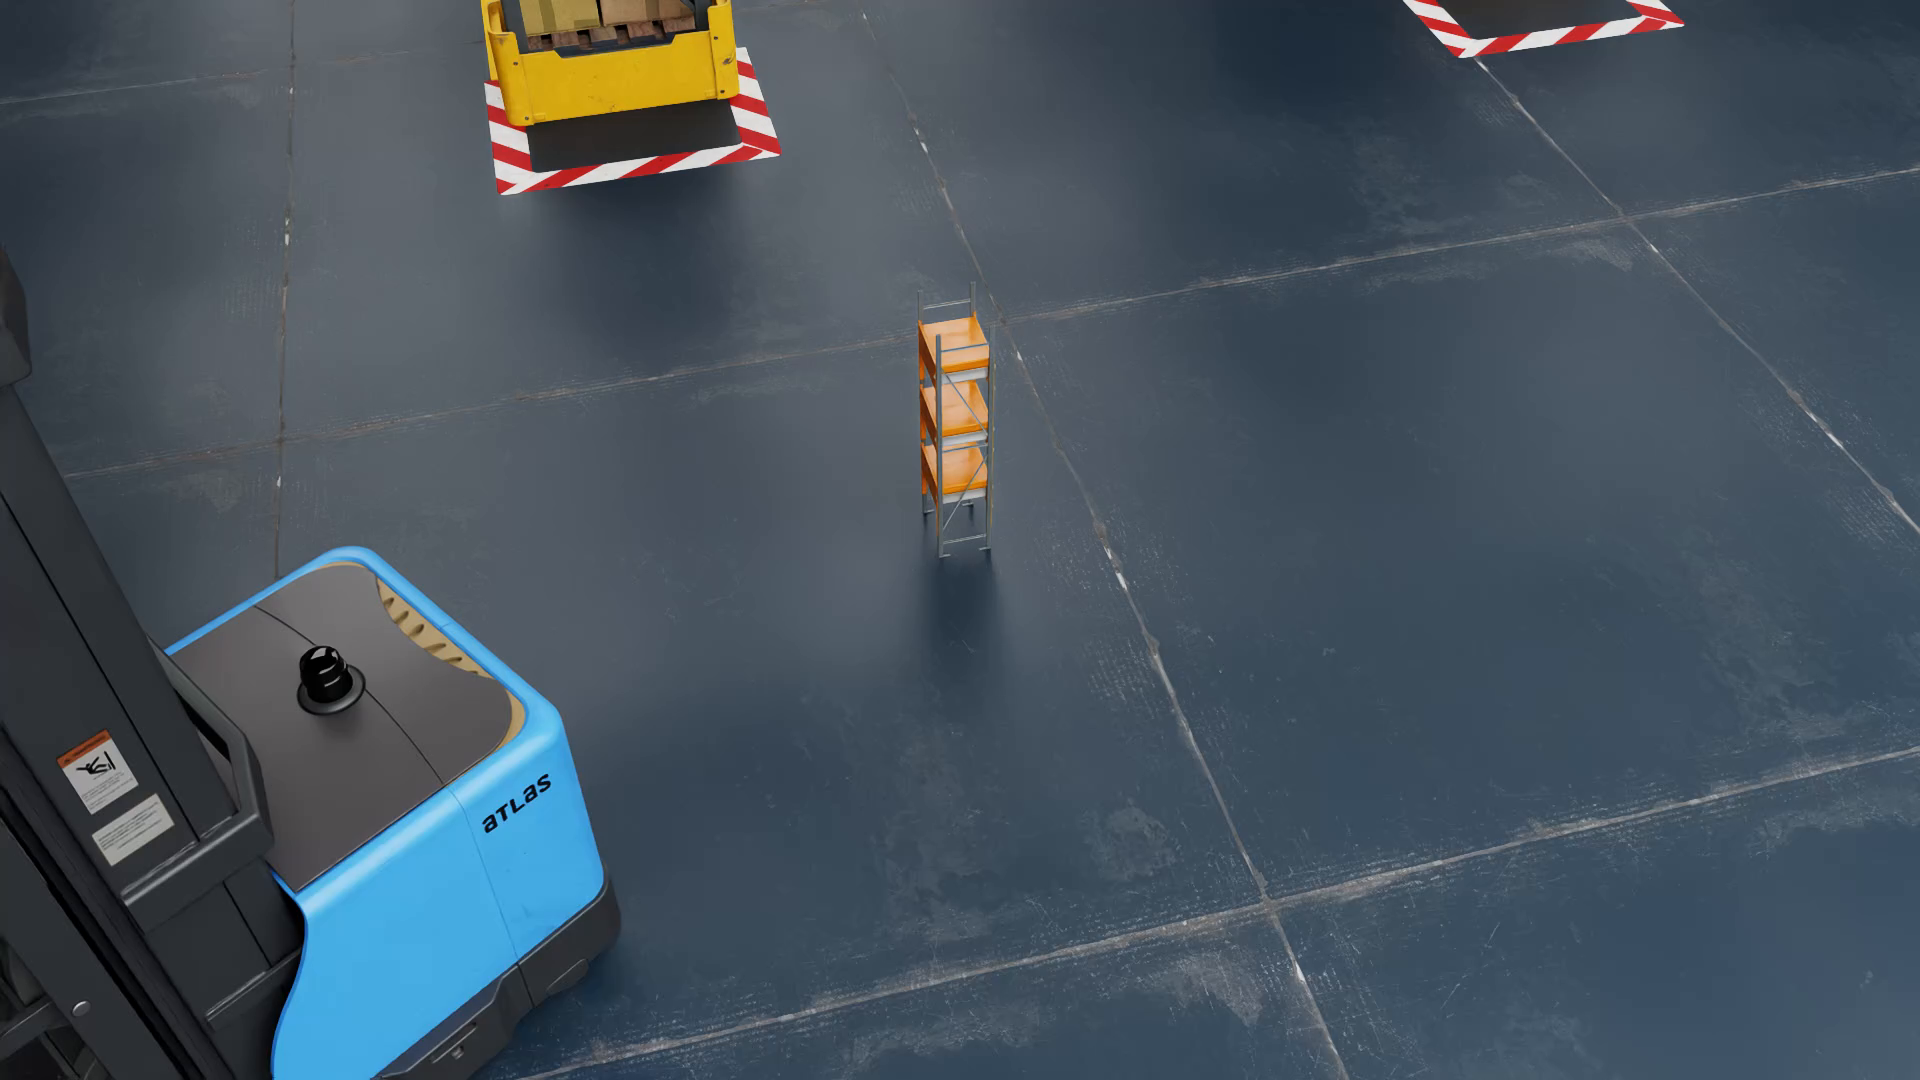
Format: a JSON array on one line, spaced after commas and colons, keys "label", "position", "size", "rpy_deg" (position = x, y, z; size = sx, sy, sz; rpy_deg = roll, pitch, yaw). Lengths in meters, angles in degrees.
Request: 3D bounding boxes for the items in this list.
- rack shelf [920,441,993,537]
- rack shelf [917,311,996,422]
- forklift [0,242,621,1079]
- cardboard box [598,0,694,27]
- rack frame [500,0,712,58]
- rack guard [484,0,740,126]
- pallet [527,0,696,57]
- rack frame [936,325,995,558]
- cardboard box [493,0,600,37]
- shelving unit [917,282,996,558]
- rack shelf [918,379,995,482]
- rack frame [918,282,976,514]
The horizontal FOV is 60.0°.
[{"label": "rack shelf", "position": [-0.014, -0.202, 6.117], "size": [0.215, 0.259, 0.240], "rpy_deg": [-11, 47, -10]}, {"label": "rack shelf", "position": [-0.014, -0.596, 5.716], "size": [0.215, 0.259, 0.240], "rpy_deg": [-11, 47, -10]}, {"label": "forklift", "position": [-2.390, 0.724, 3.489], "size": [1.130, 2.935, 3.031], "rpy_deg": [33, 54, 28]}, {"label": "cardboard box", "position": [-1.648, -2.933, 8.655], "size": [0.500, 0.250, 0.500], "rpy_deg": [-11, 47, -10]}, {"label": "rack frame", "position": [-1.725, -3.338, 7.421], "size": [1.000, 3.000, 0.127], "rpy_deg": [-11, 47, -10]}, {"label": "rack guard", "position": [-1.719, -2.446, 8.297], "size": [1.175, 0.500, 0.348], "rpy_deg": [-11, 47, -10]}, {"label": "pallet", "position": [-1.962, -2.882, 8.926], "size": [1.003, 0.211, 1.213], "rpy_deg": [-11, 47, -10]}, {"label": "rack frame", "position": [0.018, -0.320, 5.829], "size": [0.200, 1.050, 0.008], "rpy_deg": [-11, 47, -10]}, {"label": "cardboard box", "position": [-2.148, -2.838, 8.563], "size": [0.500, 0.250, 0.500], "rpy_deg": [-11, 47, -10]}, {"label": "shelving unit", "position": [-0.014, -0.404, 5.911], "size": [0.215, 1.050, 0.252], "rpy_deg": [-11, 47, -10]}, {"label": "rack shelf", "position": [-0.014, -0.397, 5.919], "size": [0.215, 0.259, 0.240], "rpy_deg": [-11, 47, -10]}, {"label": "rack frame", "position": [-0.045, -0.489, 5.994], "size": [0.200, 1.050, 0.008], "rpy_deg": [-11, 47, -10]}]
